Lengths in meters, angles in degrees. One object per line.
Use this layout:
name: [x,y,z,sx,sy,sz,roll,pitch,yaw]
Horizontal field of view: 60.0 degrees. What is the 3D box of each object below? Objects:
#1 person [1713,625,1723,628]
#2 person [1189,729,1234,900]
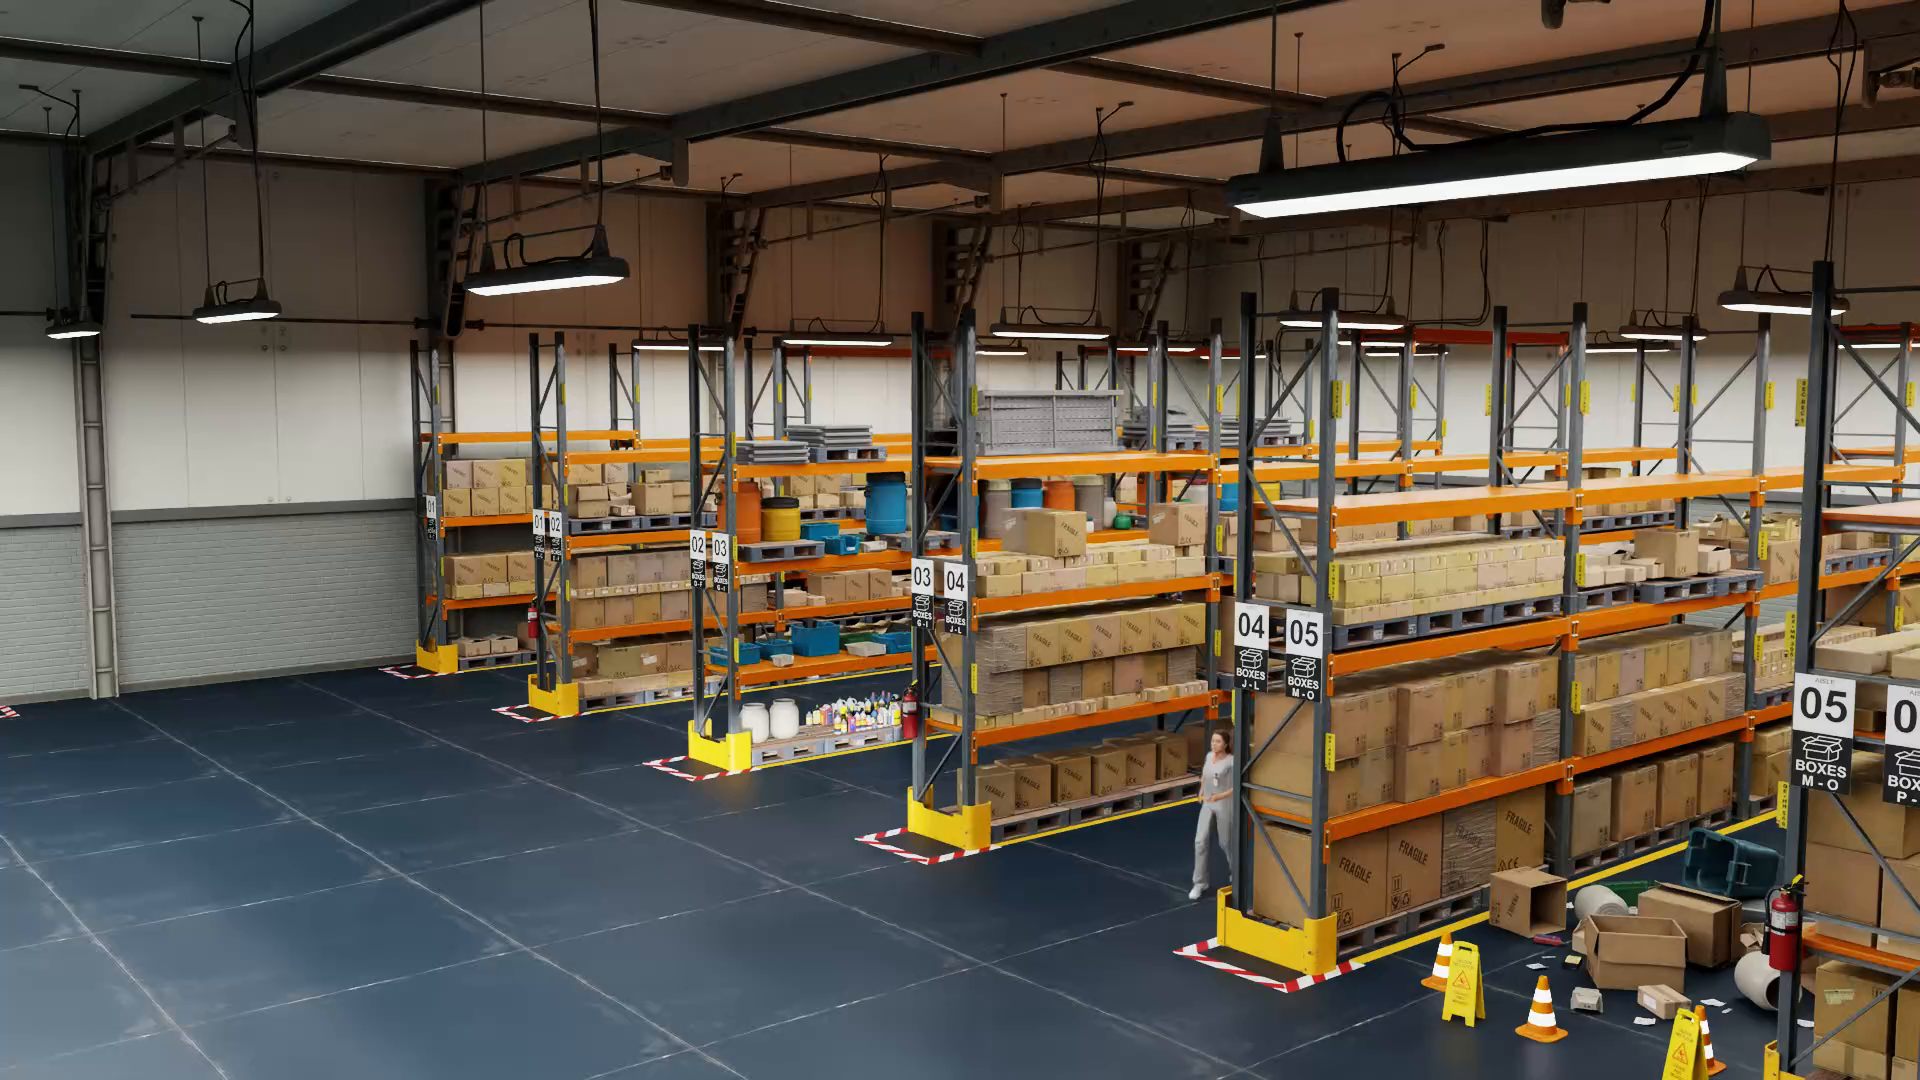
person: [10.796,2.114,23.692,0.757,1.834,0.648,-5,7,-42]
person: [2.649,2.763,16.995,0.584,1.701,0.866,5,7,42]
